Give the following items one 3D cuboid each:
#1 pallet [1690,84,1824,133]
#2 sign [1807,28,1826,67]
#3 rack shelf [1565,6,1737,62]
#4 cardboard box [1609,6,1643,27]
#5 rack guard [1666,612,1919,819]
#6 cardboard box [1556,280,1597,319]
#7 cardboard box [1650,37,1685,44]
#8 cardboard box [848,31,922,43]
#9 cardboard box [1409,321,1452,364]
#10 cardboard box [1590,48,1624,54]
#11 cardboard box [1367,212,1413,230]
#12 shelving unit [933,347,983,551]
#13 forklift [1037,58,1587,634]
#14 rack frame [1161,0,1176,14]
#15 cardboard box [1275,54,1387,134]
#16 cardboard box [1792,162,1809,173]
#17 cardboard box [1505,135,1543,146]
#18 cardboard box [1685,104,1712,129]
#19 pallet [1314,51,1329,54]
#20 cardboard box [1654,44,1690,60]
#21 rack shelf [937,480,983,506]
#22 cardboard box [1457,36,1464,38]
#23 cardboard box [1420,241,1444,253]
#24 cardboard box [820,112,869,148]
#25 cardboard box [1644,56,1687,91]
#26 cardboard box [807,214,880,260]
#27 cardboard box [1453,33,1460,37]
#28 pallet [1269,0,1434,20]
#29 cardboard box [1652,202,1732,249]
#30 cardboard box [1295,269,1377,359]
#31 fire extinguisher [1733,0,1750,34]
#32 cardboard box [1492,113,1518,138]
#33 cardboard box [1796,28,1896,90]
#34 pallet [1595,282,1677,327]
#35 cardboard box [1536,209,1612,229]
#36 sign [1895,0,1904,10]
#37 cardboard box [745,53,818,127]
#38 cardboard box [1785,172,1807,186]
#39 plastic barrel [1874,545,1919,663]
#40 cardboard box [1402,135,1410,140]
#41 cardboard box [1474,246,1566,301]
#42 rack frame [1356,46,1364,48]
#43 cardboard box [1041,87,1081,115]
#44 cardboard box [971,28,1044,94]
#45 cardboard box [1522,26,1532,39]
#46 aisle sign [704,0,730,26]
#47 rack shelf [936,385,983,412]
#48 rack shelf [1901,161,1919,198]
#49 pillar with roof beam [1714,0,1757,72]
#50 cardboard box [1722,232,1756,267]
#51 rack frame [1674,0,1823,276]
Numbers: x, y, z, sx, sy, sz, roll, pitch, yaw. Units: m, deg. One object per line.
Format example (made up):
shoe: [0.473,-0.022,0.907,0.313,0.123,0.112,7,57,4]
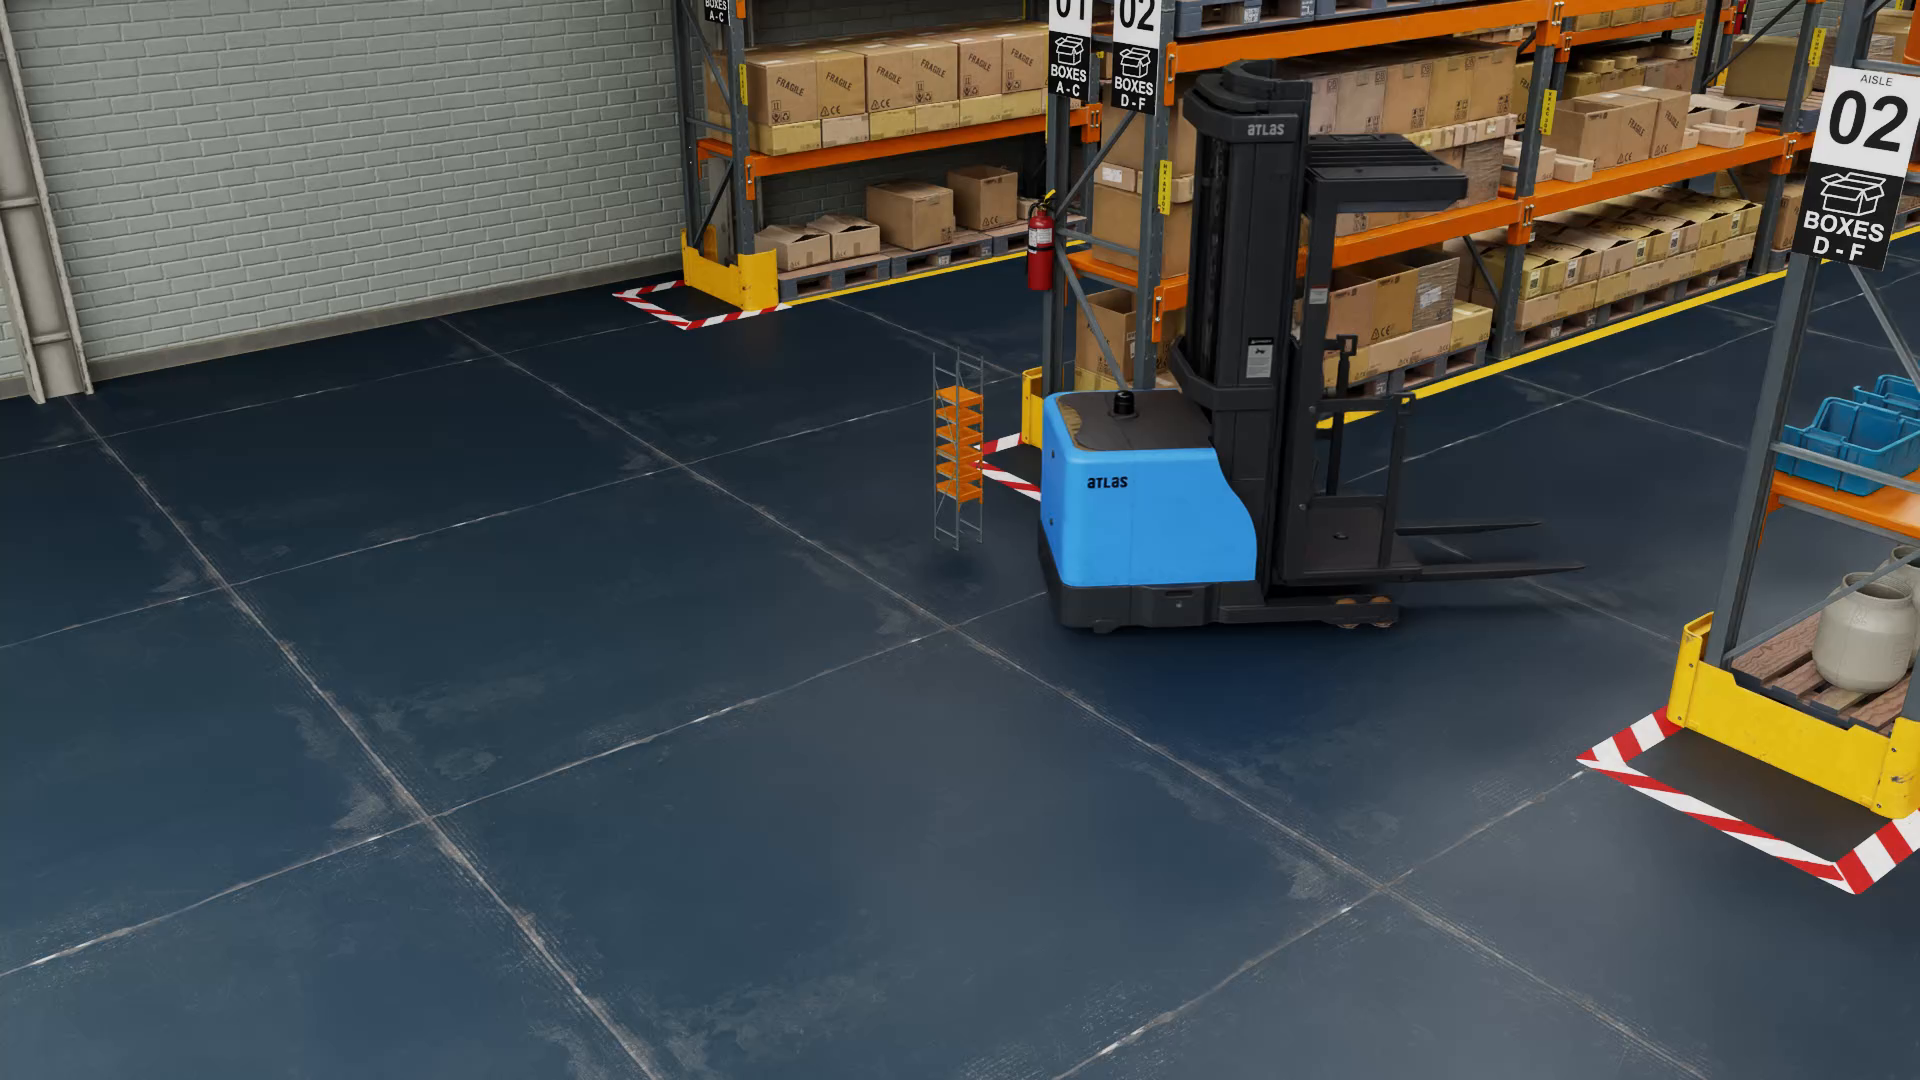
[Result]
pallet: [7.709,-4.120,15.793,1.003,0.211,1.213,-18,31,-34]
sign: [7.564,-4.350,14.685,0.005,0.325,0.100,-18,31,-34]
rack shelf: [8.881,-6.880,22.366,4.000,0.370,1.077,-18,31,-34]
cardboard box: [8.322,-7.146,21.729,0.700,0.700,0.980,-19,31,-35]
rack guard: [4.008,0.811,7.909,0.348,0.500,1.175,-18,31,-34]
cardboard box: [4.945,-2.067,13.908,0.500,0.250,0.500,-17,30,-33]
cardboard box: [9.941,-6.961,23.385,0.250,0.149,0.380,-18,30,-34]
cardboard box: [-0.693,-4.438,15.513,0.500,0.500,0.500,-18,30,-33]
cardboard box: [3.442,-1.593,12.886,0.500,0.250,0.500,-18,31,-34]
cardboard box: [8.745,-6.565,22.533,0.250,0.149,0.380,-19,31,-35]
cardboard box: [2.918,-2.629,12.232,0.500,0.500,0.700,-18,30,-33]
shelving unit: [-0.011,-0.540,9.989,0.189,1.200,0.258,-18,31,-34]
forklift: [2.008,-1.059,9.050,3.031,2.935,1.130,-2,25,-5]
rack frame: [0.924,-4.651,9.582,0.127,3.000,1.000,-18,31,-34]
cardboard box: [2.542,-3.094,11.694,0.500,0.500,0.700,-18,31,-34]
cardboard box: [8.218,-3.529,16.737,0.500,0.500,0.500,-20,31,-36]
cardboard box: [4.650,-3.197,13.735,0.258,0.266,0.396,-19,31,-35]
cardboard box: [6.396,-3.799,14.979,0.500,0.311,0.500,-19,31,-35]
pallet: [3.665,-5.341,18.422,1.003,0.211,1.213,-18,31,-34]
cardboard box: [9.777,-6.702,22.827,0.250,0.149,0.380,-17,30,-33]
rack shelf: [-0.011,-0.282,10.109,0.180,0.103,0.258,-18,31,-34]
cardboard box: [5.762,-5.954,19.790,0.250,0.149,0.380,-18,30,-34]
cardboard box: [3.514,-2.236,13.380,0.500,0.500,0.500,-18,31,-34]
cardboard box: [-1.156,-3.672,14.753,0.500,0.250,0.500,-19,31,-36]
cardboard box: [9.572,-6.438,23.029,0.500,0.500,0.700,-18,31,-34]
cardboard box: [-1.087,-2.848,15.494,0.500,0.311,0.500,-15,29,-30]
cardboard box: [5.509,-6.140,19.421,0.500,0.500,0.500,-18,31,-34]
pallet: [2.457,-3.744,11.296,1.213,0.211,1.003,-18,31,-34]
cardboard box: [6.554,-2.851,14.931,0.500,0.311,0.500,-19,31,-35]
cardboard box: [2.665,-1.668,12.157,0.500,0.500,0.500,-18,31,-34]
fire extinguisher: [10.858,-7.408,23.184,0.183,0.674,0.296,-18,31,-34]
cardboard box: [3.990,-3.167,12.621,0.250,0.149,0.380,-18,31,-34]
cardboard box: [8.483,-4.619,16.022,0.500,0.500,0.700,-12,28,-24]
pallet: [5.588,-2.227,14.798,1.213,0.211,1.003,-18,31,-34]
cardboard box: [5.411,-2.762,14.739,0.500,0.311,0.500,-19,31,-35]
sign: [10.026,-5.617,17.762,0.005,0.325,0.100,-18,31,-34]
cardboard box: [-1.575,-3.875,14.301,0.500,0.500,0.500,-18,31,-34]
cardboard box: [8.162,-3.235,16.104,0.500,0.500,0.500,-20,31,-36]
plastic barrel: [4.843,0.324,8.446,0.421,0.512,0.421,0,25,0]
cardboard box: [2.990,-2.837,11.911,0.250,0.149,0.380,-17,30,-33]
cardboard box: [4.551,-2.191,13.510,0.500,0.311,0.500,-18,30,-34]
rack frame: [4.160,-5.648,18.856,0.127,3.000,1.000,-18,31,-34]
cardboard box: [0.826,-4.326,16.163,0.500,0.250,0.500,-18,30,-34]
cardboard box: [0.442,-4.533,15.718,0.500,0.500,0.500,-18,31,-34]
cardboard box: [6.800,-6.275,20.482,0.250,0.149,0.380,-17,30,-32]
aisle sign: [-2.007,-4.631,13.577,0.004,0.787,0.394,-18,31,-34]
rack shelf: [-0.011,-0.827,9.856,0.180,0.103,0.258,-18,31,-34]
rack shelf: [5.551,-1.842,7.947,4.000,0.370,1.077,-18,31,-34]
pillar with roof beam: [14.702,-10.009,21.127,0.400,9.000,9.100,-18,31,-34]
cardboard box: [6.956,-2.734,15.344,0.500,0.250,0.500,-17,30,-33]
rack frame: [7.219,-4.008,15.323,0.127,3.000,1.000,-18,31,-34]
